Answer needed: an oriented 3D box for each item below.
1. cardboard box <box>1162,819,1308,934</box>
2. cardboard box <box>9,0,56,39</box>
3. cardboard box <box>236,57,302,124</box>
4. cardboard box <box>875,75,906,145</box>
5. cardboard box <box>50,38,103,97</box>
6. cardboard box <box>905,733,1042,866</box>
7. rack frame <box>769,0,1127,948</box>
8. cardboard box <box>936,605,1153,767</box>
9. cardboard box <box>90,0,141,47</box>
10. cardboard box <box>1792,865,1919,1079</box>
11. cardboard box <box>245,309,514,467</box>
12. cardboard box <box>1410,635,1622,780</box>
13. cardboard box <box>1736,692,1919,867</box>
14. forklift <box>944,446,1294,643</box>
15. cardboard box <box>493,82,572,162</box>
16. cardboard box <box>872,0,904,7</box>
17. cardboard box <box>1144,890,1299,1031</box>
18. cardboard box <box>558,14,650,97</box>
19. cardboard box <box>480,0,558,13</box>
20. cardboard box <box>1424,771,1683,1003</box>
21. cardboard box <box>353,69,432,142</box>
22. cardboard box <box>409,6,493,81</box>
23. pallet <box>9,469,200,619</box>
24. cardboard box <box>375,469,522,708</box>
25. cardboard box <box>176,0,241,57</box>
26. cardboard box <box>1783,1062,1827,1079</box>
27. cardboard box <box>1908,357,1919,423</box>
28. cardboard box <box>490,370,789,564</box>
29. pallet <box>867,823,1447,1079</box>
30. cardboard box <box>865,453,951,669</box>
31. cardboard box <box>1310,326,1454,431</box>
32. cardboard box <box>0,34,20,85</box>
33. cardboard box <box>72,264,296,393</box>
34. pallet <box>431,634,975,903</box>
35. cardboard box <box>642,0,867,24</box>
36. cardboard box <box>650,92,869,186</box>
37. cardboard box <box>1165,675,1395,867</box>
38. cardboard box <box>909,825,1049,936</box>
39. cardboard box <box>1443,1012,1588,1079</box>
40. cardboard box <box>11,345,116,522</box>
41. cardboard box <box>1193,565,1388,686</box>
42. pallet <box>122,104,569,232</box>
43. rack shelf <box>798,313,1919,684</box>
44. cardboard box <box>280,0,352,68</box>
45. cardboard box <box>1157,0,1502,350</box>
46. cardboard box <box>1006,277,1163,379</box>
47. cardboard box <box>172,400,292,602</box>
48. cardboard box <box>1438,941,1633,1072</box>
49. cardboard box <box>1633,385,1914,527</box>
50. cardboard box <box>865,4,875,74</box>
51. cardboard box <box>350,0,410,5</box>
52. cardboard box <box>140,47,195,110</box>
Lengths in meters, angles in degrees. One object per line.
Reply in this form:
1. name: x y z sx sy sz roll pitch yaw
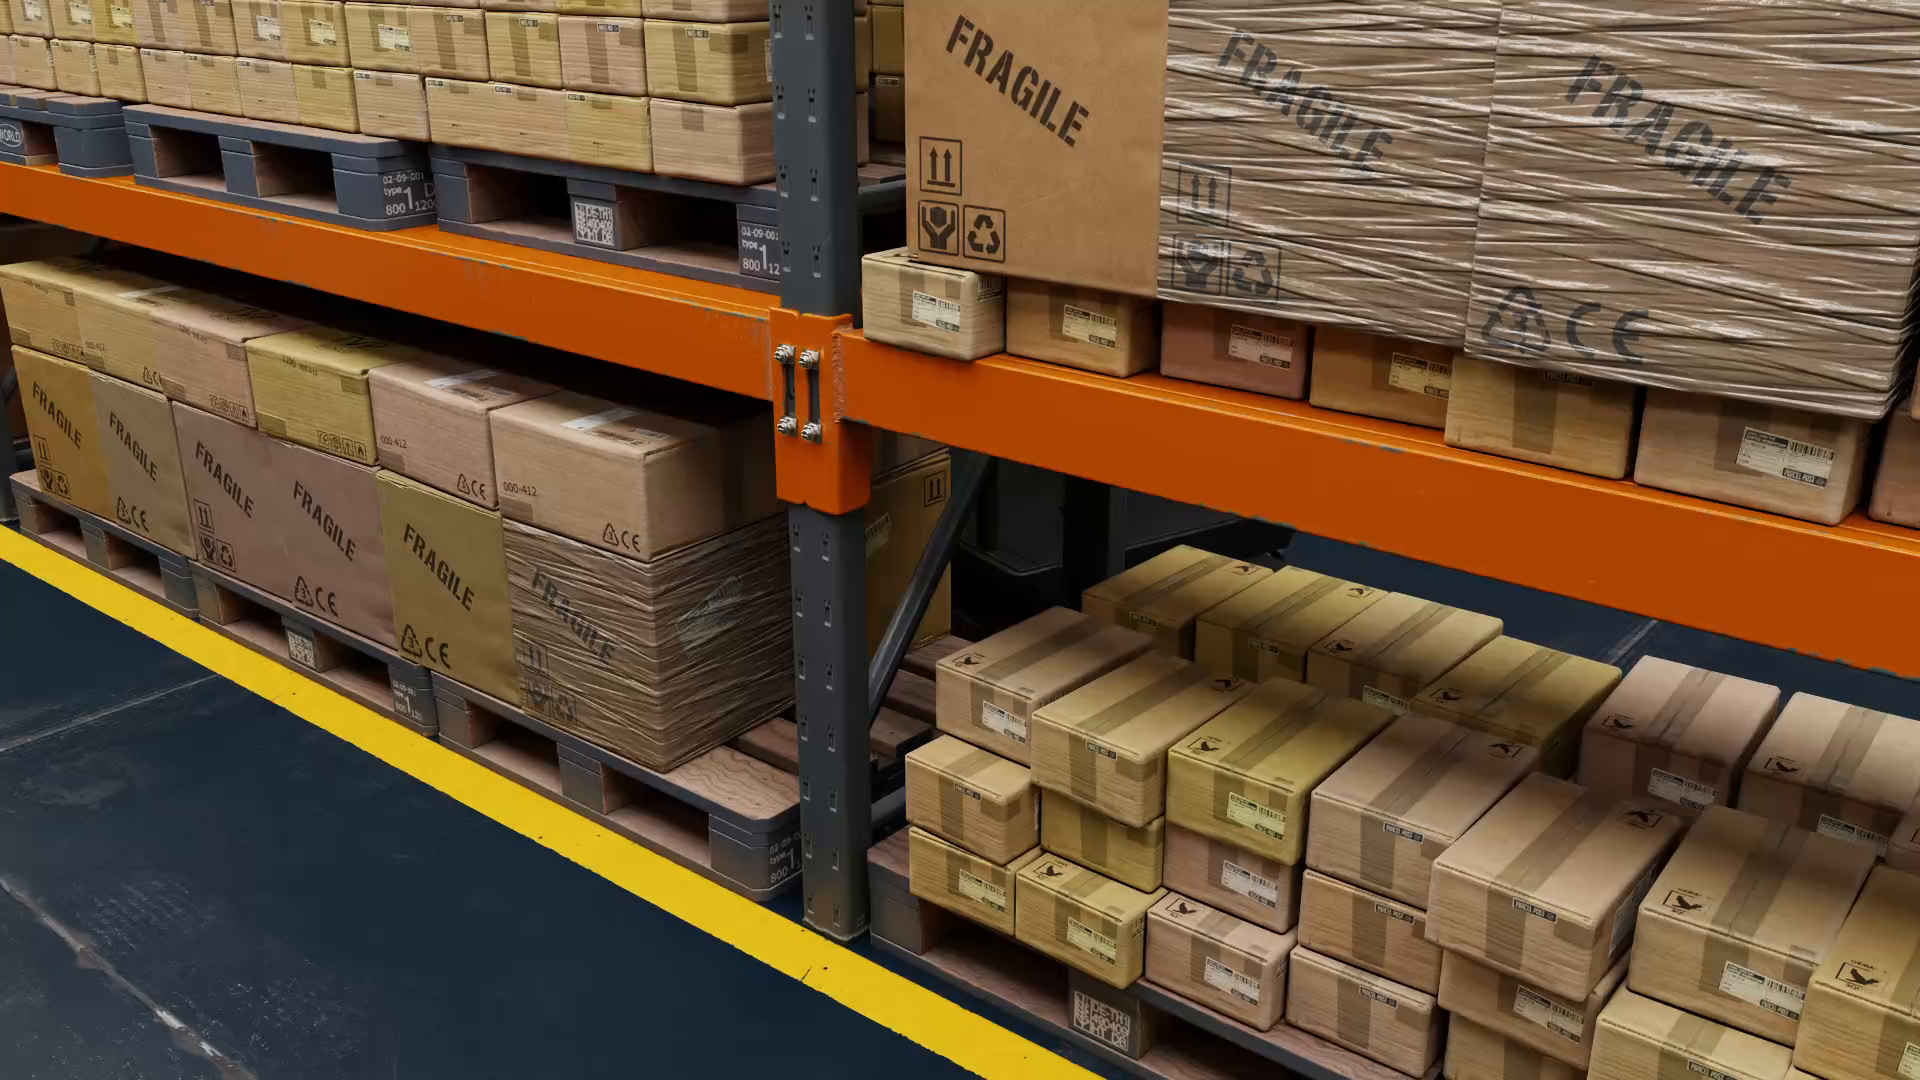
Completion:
1. cardboard box: 0.575 0.531 3.033 0.250 0.149 0.380 16 26 36
2. cardboard box: -2.607 -1.600 5.000 0.250 0.149 0.380 18 27 39
3. cardboard box: -1.618 -1.175 4.294 0.250 0.149 0.380 15 25 35
4. cardboard box: 0.018 -1.005 3.843 0.250 0.149 0.380 15 25 34
5. cardboard box: -2.430 -1.409 4.913 0.250 0.149 0.380 18 27 39
6. cardboard box: 0.111 0.454 3.236 0.250 0.149 0.380 18 27 39
7. rack frame: 0.033 -0.712 3.306 0.127 3.000 1.000 16 26 36
8. cardboard box: 0.168 0.280 3.276 0.250 0.149 0.380 17 27 38
9. cardboard box: -2.203 -1.485 4.695 0.250 0.149 0.380 16 26 37
10. cardboard box: 1.363 0.636 2.333 0.250 0.149 0.380 16 26 37
11. cardboard box: -1.513 -0.420 4.414 0.500 0.250 0.500 15 25 34
12. cardboard box: 1.045 0.334 3.133 0.250 0.149 0.380 17 27 38
13. cardboard box: 1.530 0.426 2.890 0.250 0.149 0.380 15 25 34
14. forklift: 0.341 -1.185 4.658 1.130 2.935 3.031 -13 24 -31
15. cardboard box: -0.794 -0.940 3.670 0.250 0.149 0.380 16 26 36
16. cardboard box: 0.018 -1.283 3.738 0.250 0.149 0.380 18 27 39
17. cardboard box: 0.543 0.695 3.020 0.250 0.149 0.380 16 26 36
18. cardboard box: -0.605 -1.024 3.471 0.250 0.149 0.380 16 26 37
19. cardboard box: -0.809 -1.224 3.580 0.250 0.149 0.380 15 25 35
20. cardboard box: 0.933 0.532 2.608 0.250 0.149 0.380 17 26 37
21. cardboard box: -1.207 -1.056 3.979 0.250 0.149 0.380 15 25 34
22. cardboard box: -1.010 -1.140 3.778 0.250 0.149 0.380 15 25 35
23. pallet: -2.462 -0.125 5.701 1.213 0.211 1.003 16 26 36
24. cardboard box: -1.097 0.050 4.232 0.500 0.500 0.500 15 26 35
25. cardboard box: -1.820 -1.373 4.398 0.250 0.149 0.380 16 26 36
26. cardboard box: 1.311 0.795 2.332 0.250 0.149 0.380 16 26 37
27. cardboard box: 1.446 -0.377 1.853 0.500 0.500 0.500 18 27 39
28. cardboard box: -0.704 -0.187 3.798 0.500 0.250 0.500 15 25 35
29. pallet: 0.575 0.733 3.426 1.213 0.211 1.003 16 26 36
30. cardboard box: -0.372 0.023 4.302 0.500 0.500 0.500 17 27 38
31. cardboard box: 0.739 -0.297 2.562 0.250 0.149 0.380 15 25 34
32. cardboard box: -2.847 -1.529 5.232 0.250 0.149 0.380 16 26 36
33. cardboard box: -2.292 -0.649 5.024 0.500 0.250 0.500 16 26 36
34. pallet: -0.572 0.419 4.257 1.213 0.211 1.003 16 26 36
35. cardboard box: -0.402 -1.106 3.267 0.250 0.149 0.380 18 27 39
36. cardboard box: -0.400 -0.826 3.368 0.250 0.149 0.380 15 26 35
37. cardboard box: 0.571 0.401 2.956 0.250 0.149 0.380 16 26 36
38. cardboard box: 0.112 0.594 3.287 0.250 0.149 0.380 15 25 34
39. cardboard box: 1.002 0.788 2.772 0.250 0.149 0.380 15 25 34
40. cardboard box: -2.680 -0.404 5.436 0.500 0.500 0.500 15 25 34
41. cardboard box: 0.696 0.201 3.486 0.250 0.149 0.380 16 26 37
42. pallet: -1.507 -1.085 4.565 1.213 0.211 1.003 16 26 36
43. rack shelf: 1.582 0.071 2.250 4.000 0.370 1.077 16 26 36
44. cardboard box: -1.424 -1.258 4.093 0.250 0.149 0.380 16 26 37
45. cardboard box: 0.645 -0.610 2.473 0.500 0.500 0.500 16 26 36
46. cardboard box: 0.292 -0.405 2.846 0.250 0.149 0.380 17 27 38
47. cardboard box: -1.887 -0.180 4.841 0.500 0.500 0.500 15 26 35
48. cardboard box: 0.981 0.660 2.692 0.250 0.149 0.380 18 27 39
49. cardboard box: 1.096 -0.162 2.202 0.250 0.149 0.380 17 27 39
50. cardboard box: -0.184 -1.201 3.942 0.250 0.149 0.380 15 26 35
51. cardboard box: -1.201 -1.338 3.883 0.250 0.149 0.380 15 25 35
52. cardboard box: -2.012 -1.290 4.599 0.250 0.149 0.380 17 27 38
